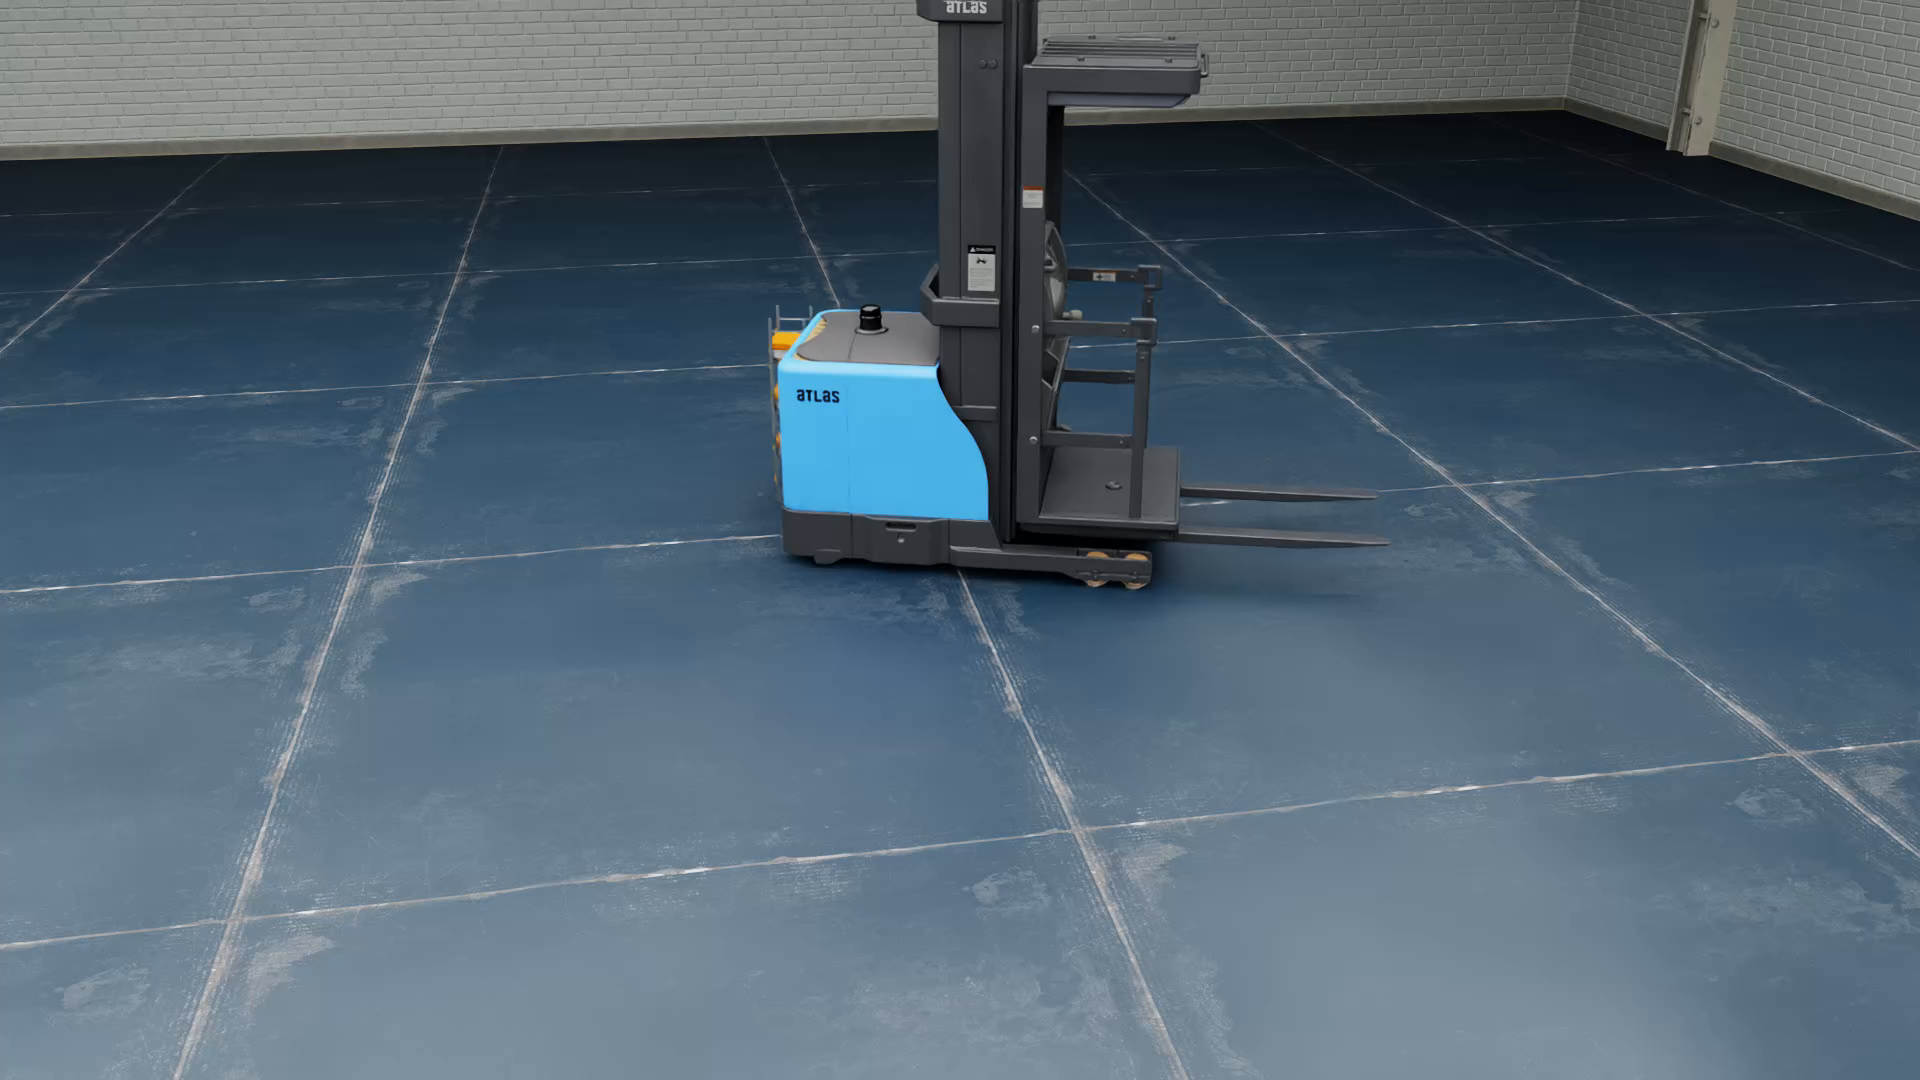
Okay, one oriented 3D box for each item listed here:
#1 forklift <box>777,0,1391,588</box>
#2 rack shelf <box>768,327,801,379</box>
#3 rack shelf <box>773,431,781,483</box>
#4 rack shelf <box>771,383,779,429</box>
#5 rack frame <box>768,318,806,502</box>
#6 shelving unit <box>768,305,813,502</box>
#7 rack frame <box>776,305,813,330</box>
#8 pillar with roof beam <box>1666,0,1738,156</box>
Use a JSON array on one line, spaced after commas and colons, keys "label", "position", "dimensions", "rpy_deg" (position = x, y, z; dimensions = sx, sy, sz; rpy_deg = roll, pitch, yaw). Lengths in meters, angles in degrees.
[{"label": "forklift", "position": [0.654, -1.332, 8.139], "dimensions": [3.031, 2.935, 1.130], "rpy_deg": [3, 24, 7]}, {"label": "rack shelf", "position": [-0.910, -0.993, 9.030], "dimensions": [0.215, 0.259, 0.240], "rpy_deg": [2, 24, 4]}, {"label": "rack shelf", "position": [-0.910, -0.478, 9.255], "dimensions": [0.215, 0.259, 0.240], "rpy_deg": [2, 24, 4]}, {"label": "rack shelf", "position": [-0.910, -0.733, 9.143], "dimensions": [0.215, 0.259, 0.240], "rpy_deg": [2, 24, 4]}, {"label": "rack frame", "position": [-0.919, -0.694, 9.028], "dimensions": [0.200, 1.050, 0.008], "rpy_deg": [2, 24, 4]}, {"label": "shelving unit", "position": [-0.910, -0.743, 9.139], "dimensions": [0.215, 1.050, 0.252], "rpy_deg": [2, 24, 4]}, {"label": "rack frame", "position": [-0.901, -0.792, 9.251], "dimensions": [0.200, 1.050, 0.008], "rpy_deg": [2, 24, 4]}, {"label": "pillar with roof beam", "position": [3.991, -8.187, 16.253], "dimensions": [9.100, 9.000, 0.400], "rpy_deg": [-4, 24, -10]}]
